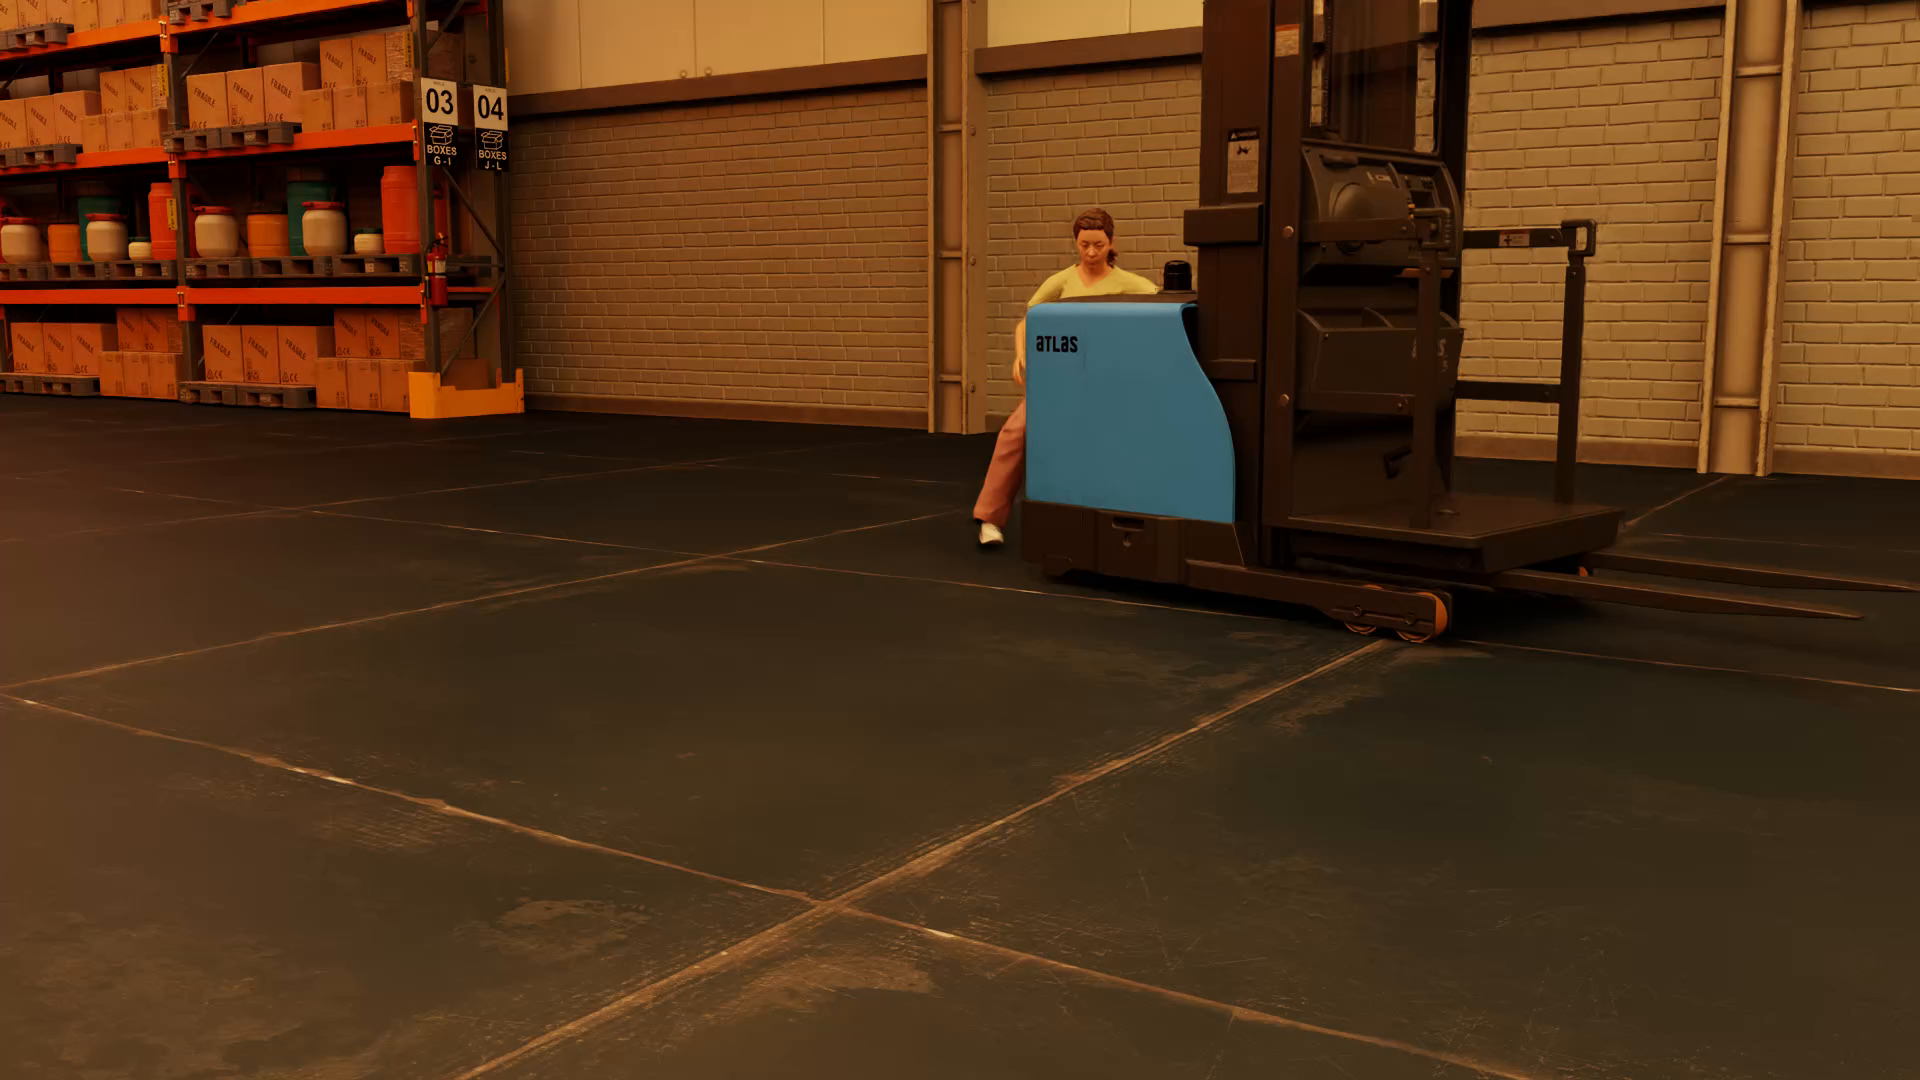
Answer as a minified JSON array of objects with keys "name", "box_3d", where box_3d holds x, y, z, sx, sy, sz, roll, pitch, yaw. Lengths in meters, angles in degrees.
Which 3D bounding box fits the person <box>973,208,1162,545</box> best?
[{"name":"person","box_3d":[0.613,-0.716,7.454,1.009,1.523,0.944,2,8,12]}]

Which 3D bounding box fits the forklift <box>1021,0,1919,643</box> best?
[{"name":"forklift","box_3d":[1.630,-1.204,5.660,1.130,2.935,3.031,-8,11,-44]}]
